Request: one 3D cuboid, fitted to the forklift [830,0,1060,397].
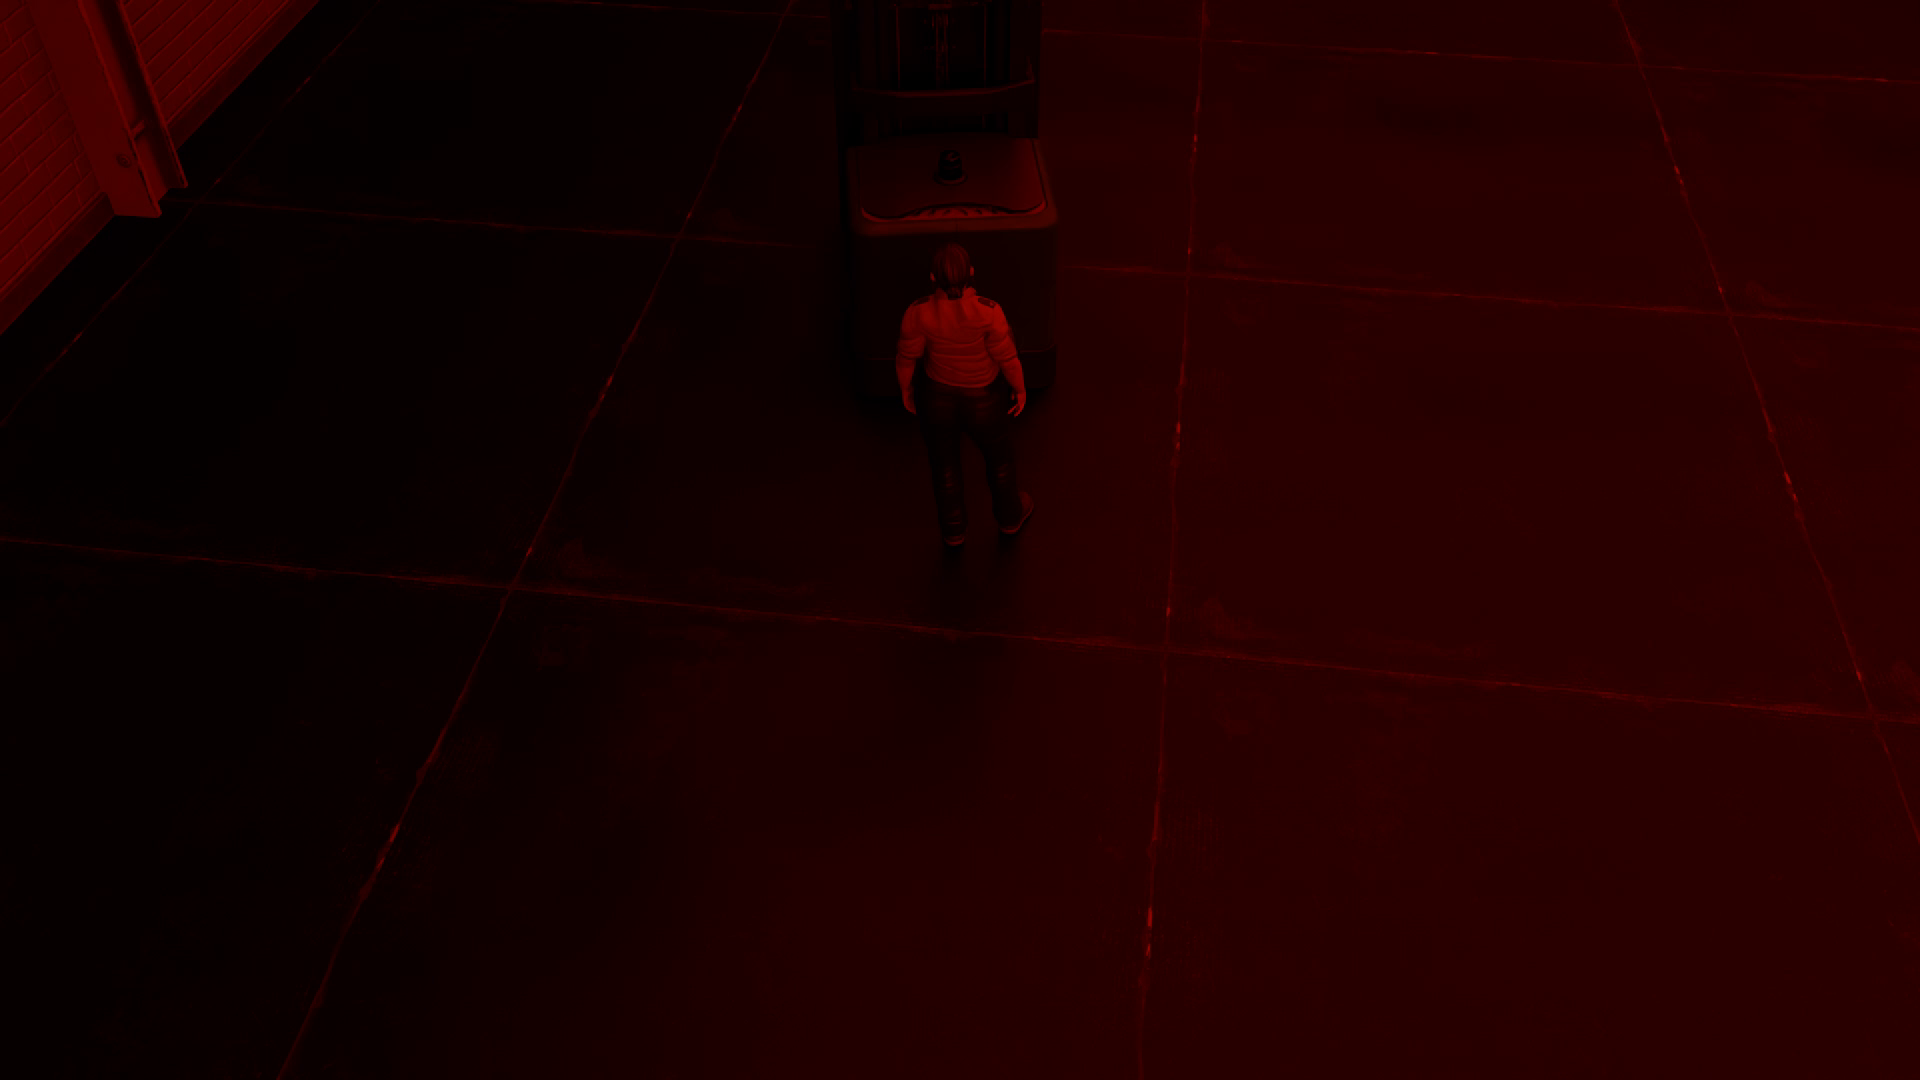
[{"bbox_3d":[-0.145,-2.811,8.784,1.130,2.935,3.031,-3,43,-4],"label":"forklift"}]

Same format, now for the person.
[{"bbox_3d":[0.034,-0.670,7.391,0.599,1.650,0.503,5,43,6],"label":"person"}]
